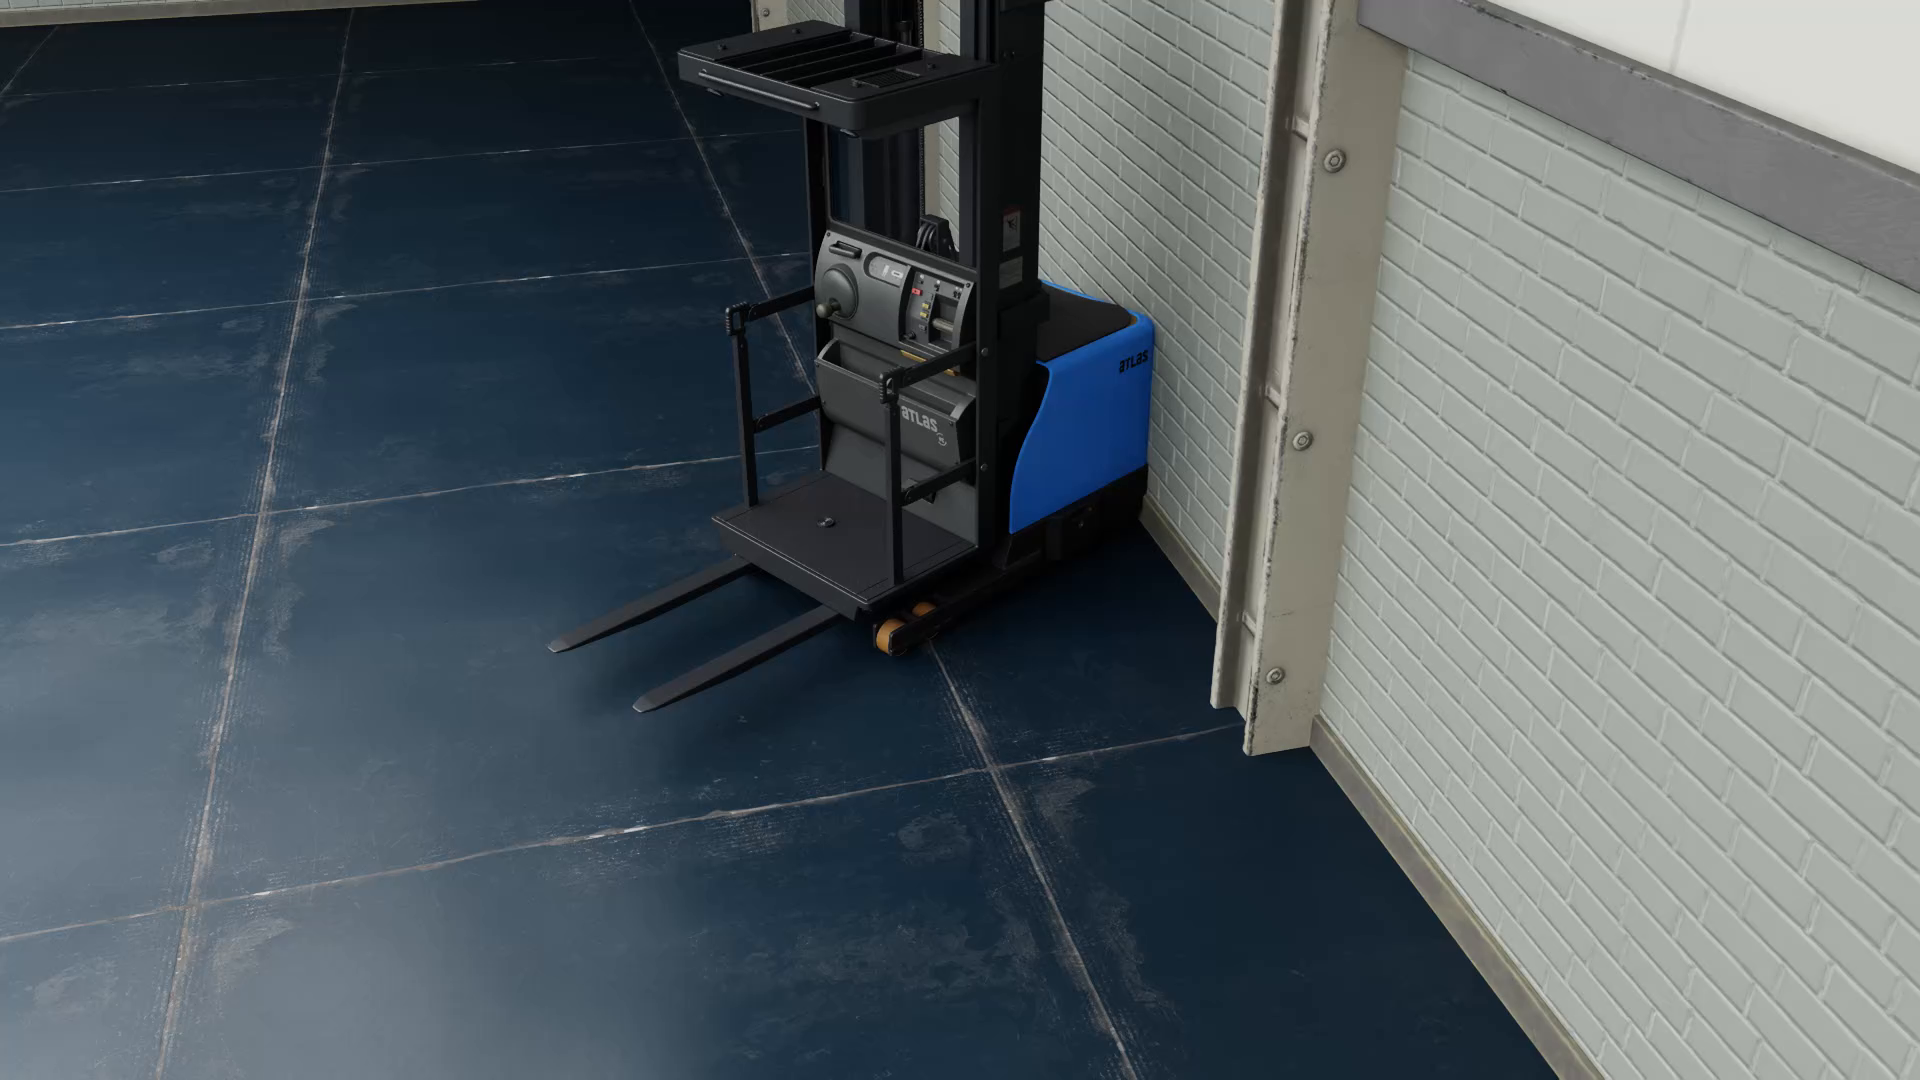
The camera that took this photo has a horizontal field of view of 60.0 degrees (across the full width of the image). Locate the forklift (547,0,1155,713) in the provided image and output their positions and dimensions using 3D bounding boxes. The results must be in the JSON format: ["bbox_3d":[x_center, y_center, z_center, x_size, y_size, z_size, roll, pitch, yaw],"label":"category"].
[{"bbox_3d":[-0.444,-1.044,7.129,1.130,2.935,3.031,26,39,38],"label":"forklift"}]

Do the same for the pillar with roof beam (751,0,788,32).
[{"bbox_3d":[-6.074,-8.358,13.707,9.100,9.000,0.400,-8,31,-13],"label":"pillar with roof beam"}]

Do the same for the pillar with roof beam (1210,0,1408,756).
[{"bbox_3d":[-2.889,-2.562,3.694,9.100,9.000,0.400,-8,31,-13],"label":"pillar with roof beam"}]

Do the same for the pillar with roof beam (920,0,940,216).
[{"bbox_3d":[-4.481,-5.460,8.700,9.100,9.000,0.400,-8,31,-13],"label":"pillar with roof beam"}]
